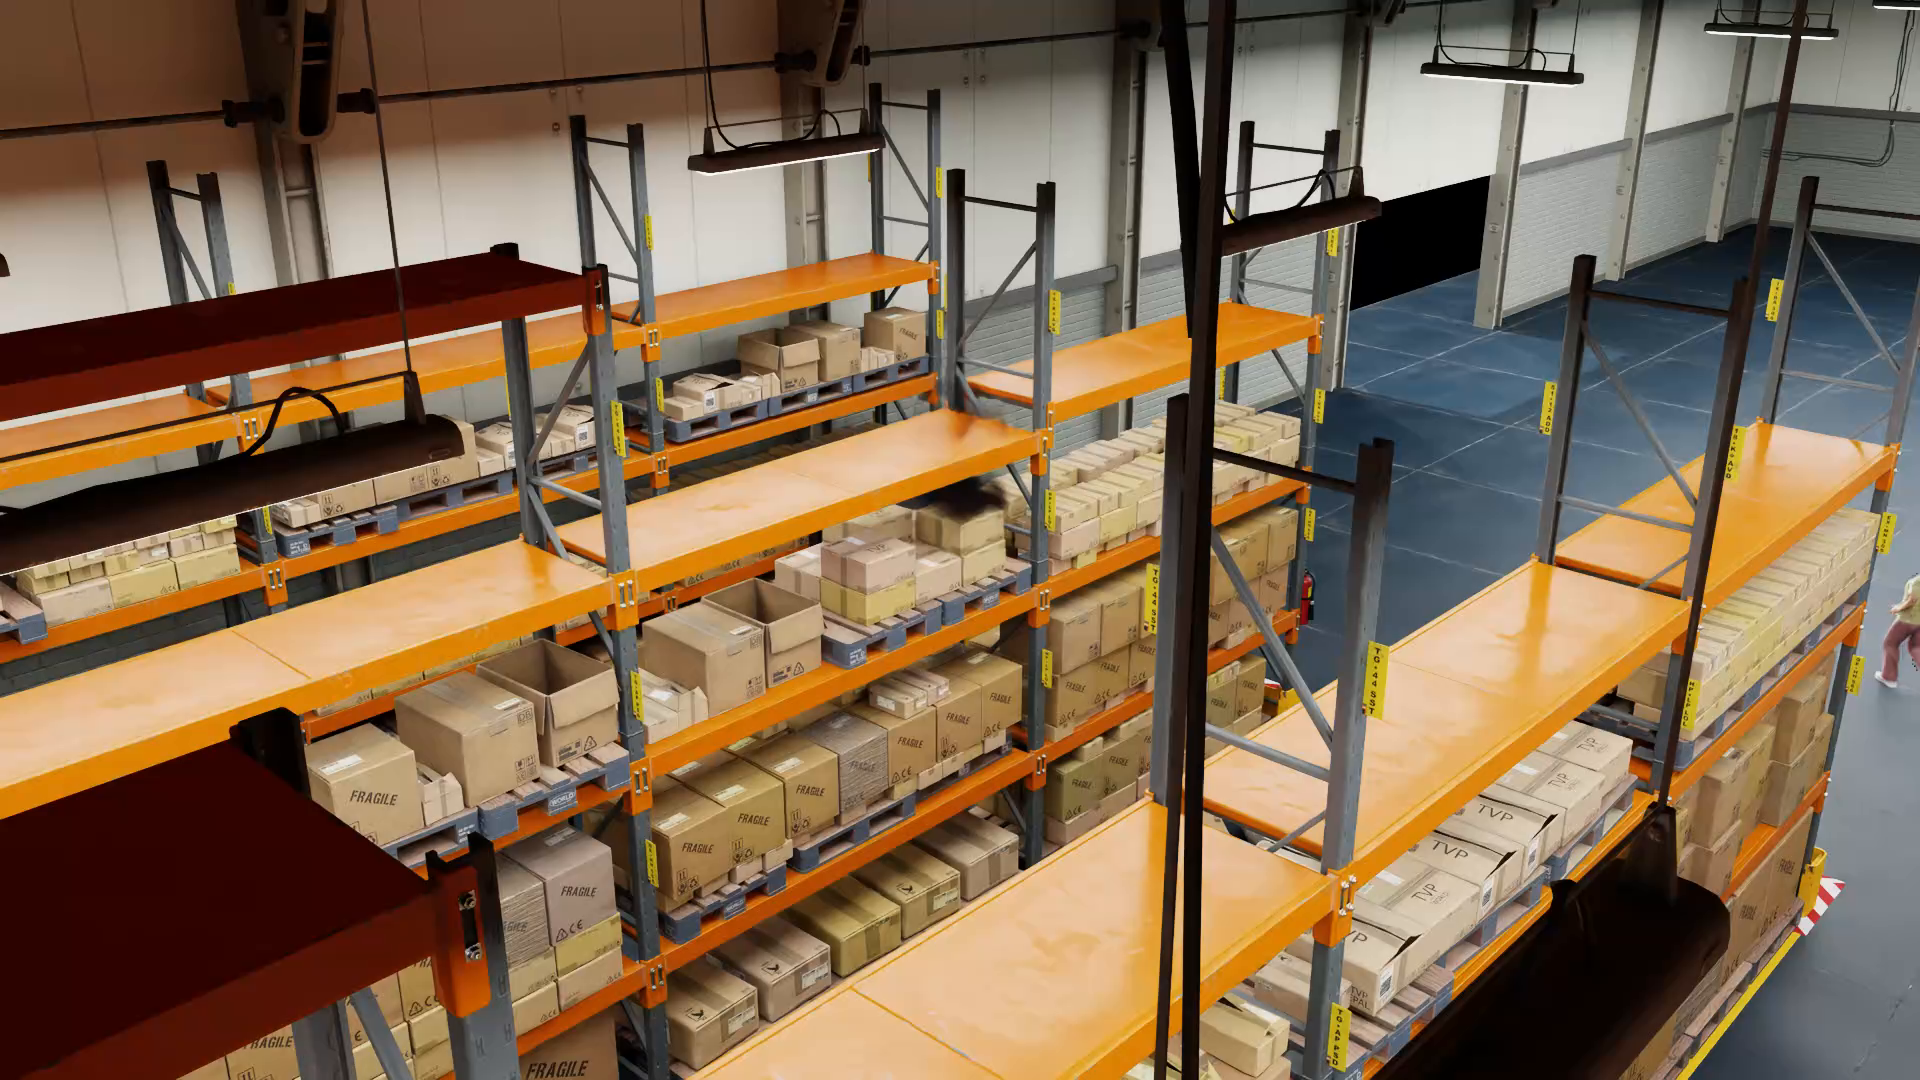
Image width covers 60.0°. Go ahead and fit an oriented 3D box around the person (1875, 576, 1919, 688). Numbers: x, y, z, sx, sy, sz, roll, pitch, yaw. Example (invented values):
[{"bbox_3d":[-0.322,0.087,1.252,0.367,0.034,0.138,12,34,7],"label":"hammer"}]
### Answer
[{"bbox_3d":[10.083,0.869,17.515,0.589,1.634,0.806,-4,22,-10],"label":"person"}]
